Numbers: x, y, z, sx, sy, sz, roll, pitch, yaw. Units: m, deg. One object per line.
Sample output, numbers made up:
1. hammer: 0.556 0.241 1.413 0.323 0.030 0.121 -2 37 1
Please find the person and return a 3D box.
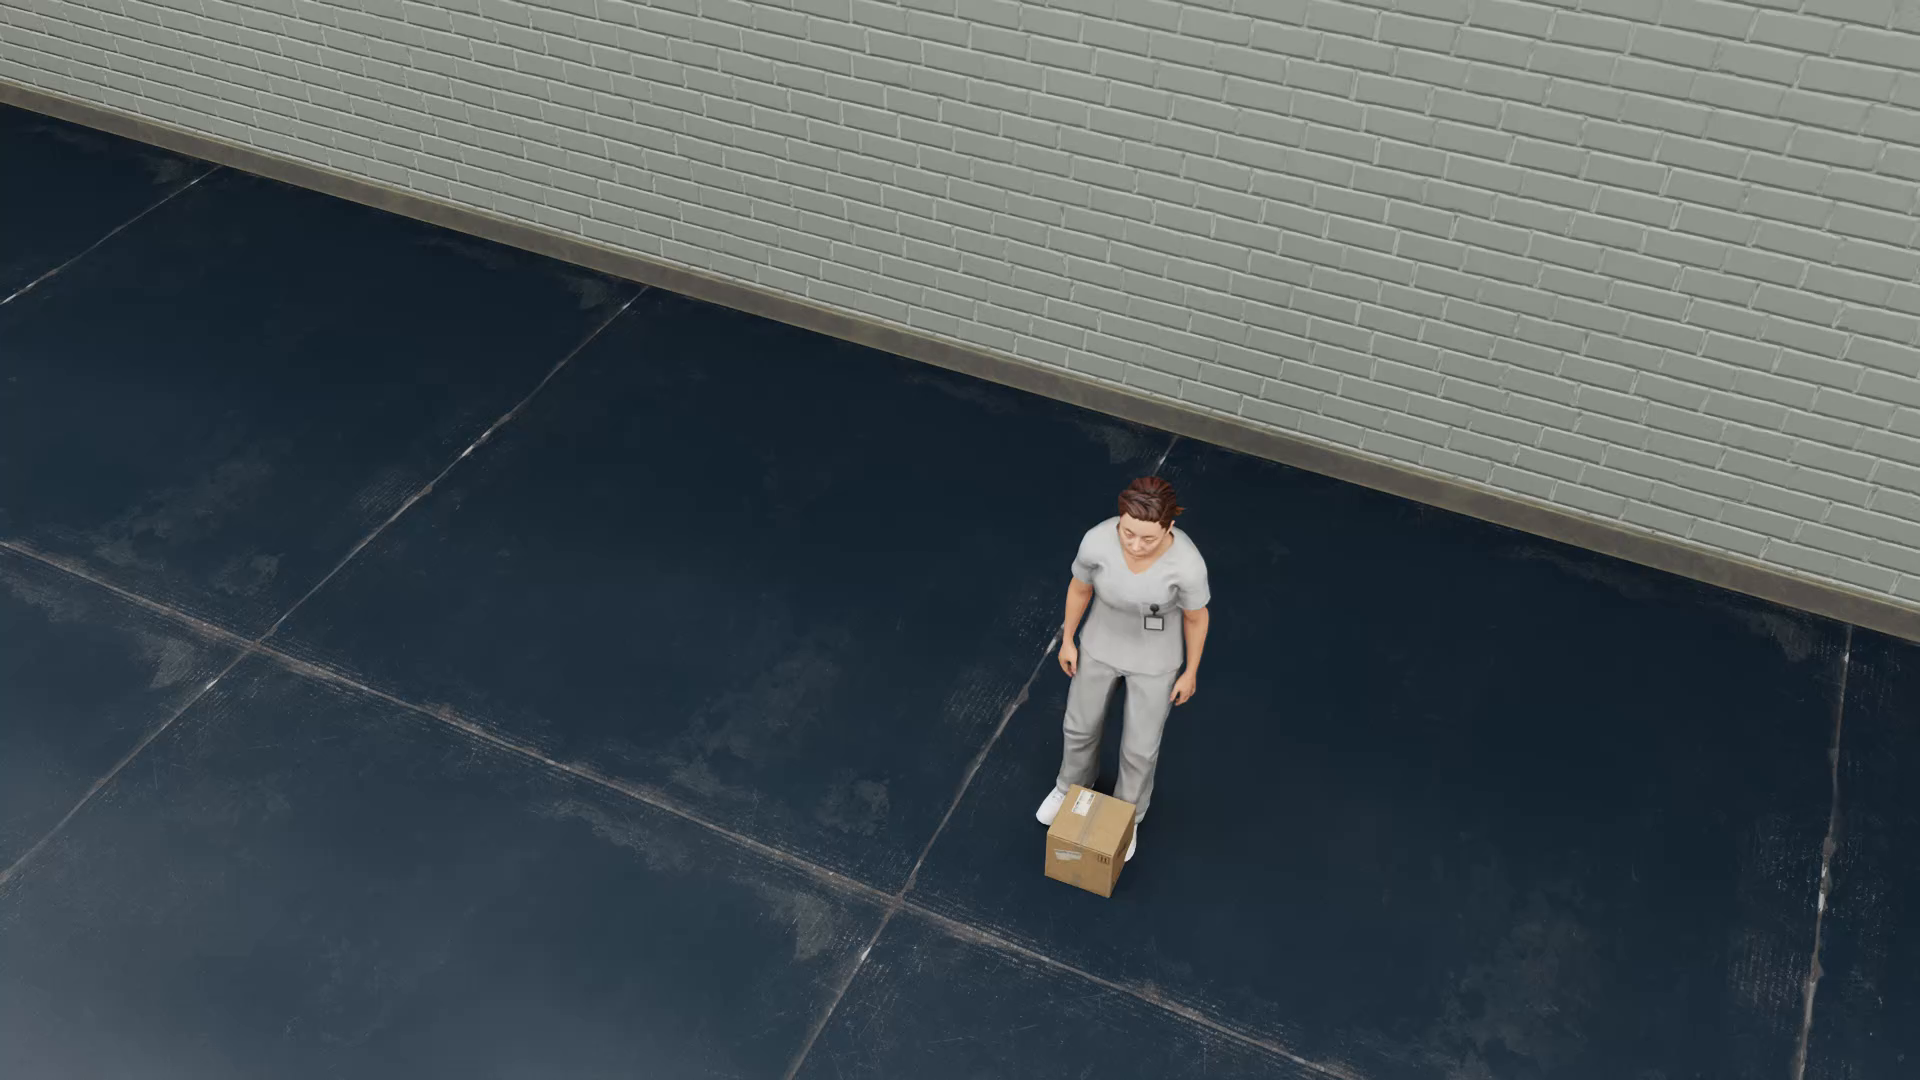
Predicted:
1. person: 0.562 0.425 5.693 0.514 1.671 0.416 15 44 16
